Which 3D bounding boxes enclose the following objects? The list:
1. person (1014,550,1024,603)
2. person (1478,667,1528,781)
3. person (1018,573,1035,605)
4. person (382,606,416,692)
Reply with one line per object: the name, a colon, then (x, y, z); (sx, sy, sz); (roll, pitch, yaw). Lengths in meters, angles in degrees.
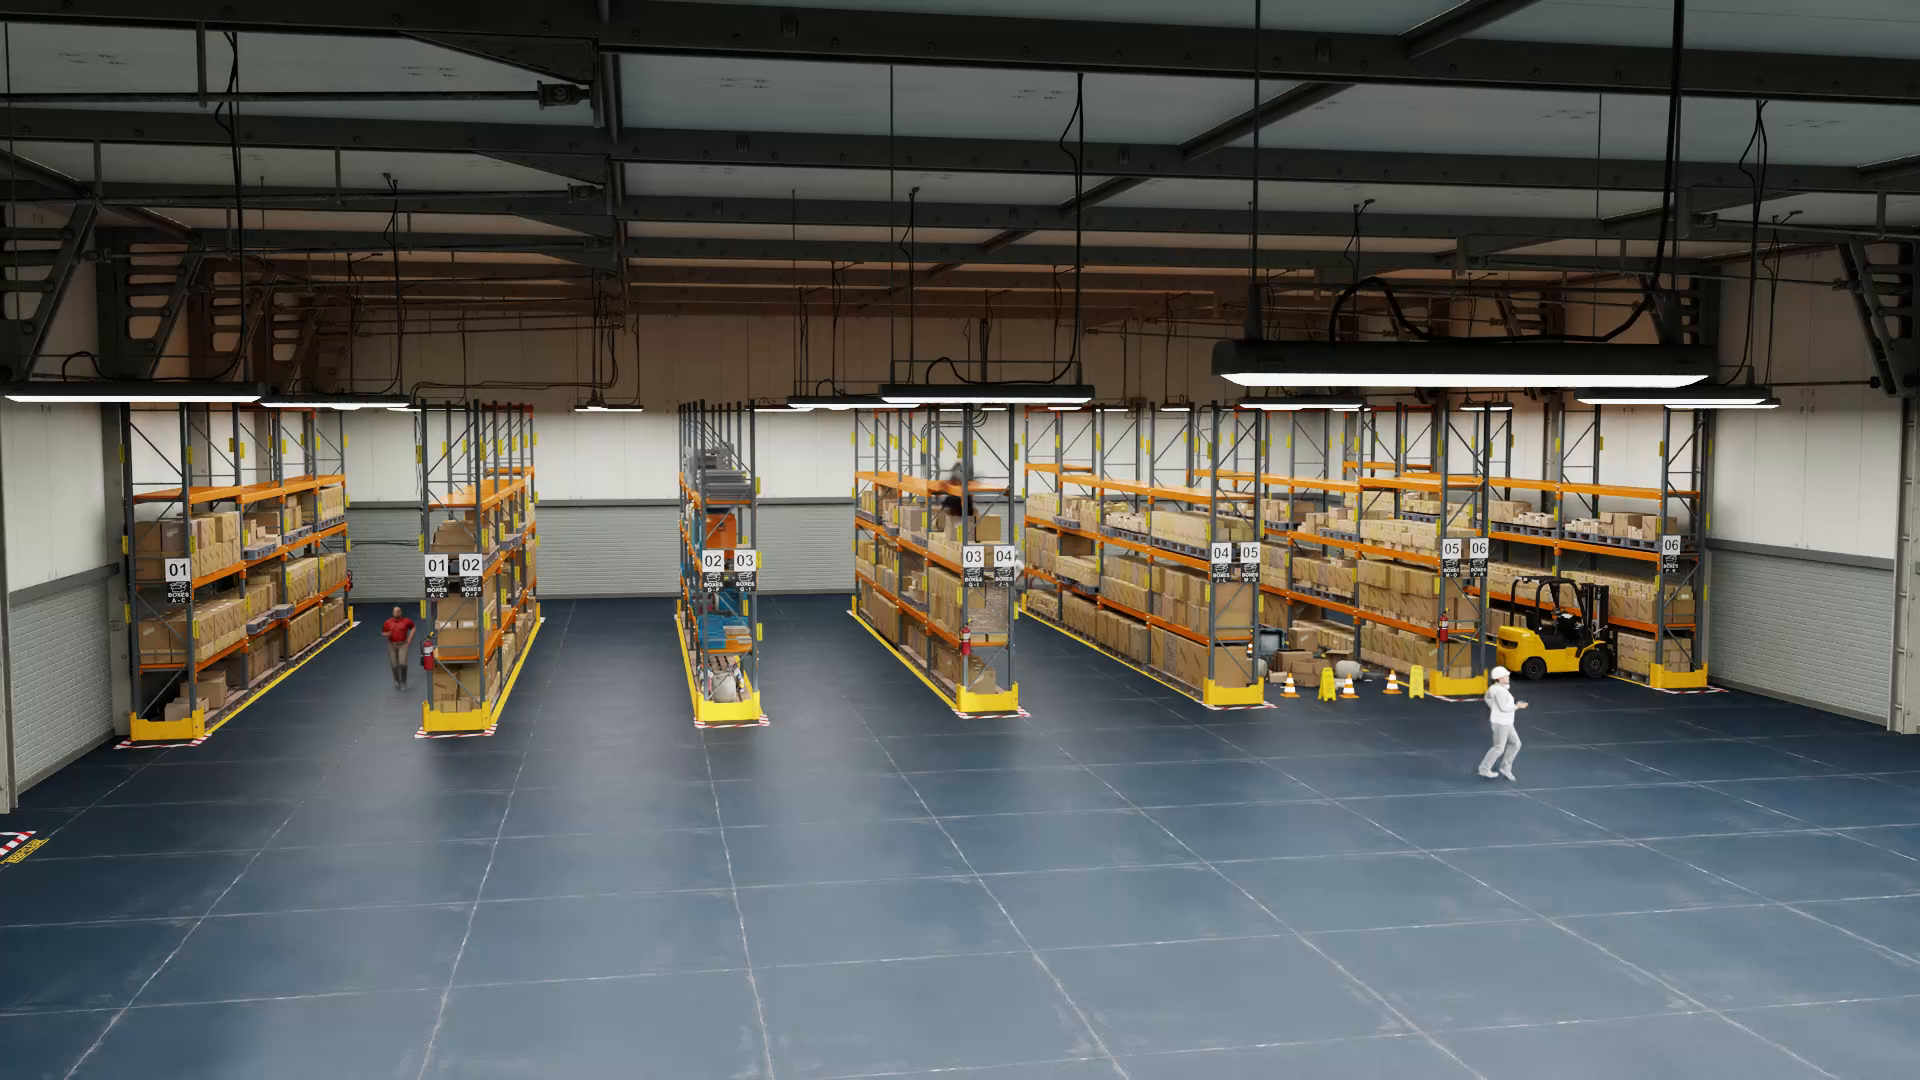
person: (1.552, 1.143, 49.810); (0.740, 1.716, 0.803); (0, 4, -1)
person: (8.484, 2.883, 25.982); (0.711, 1.814, 0.637); (1, 5, 18)
person: (2.127, 1.121, 49.825); (0.887, 1.666, 0.625); (-2, 5, -19)
person: (-11.664, 2.271, 34.522); (0.640, 1.781, 0.727); (-1, 4, -9)
